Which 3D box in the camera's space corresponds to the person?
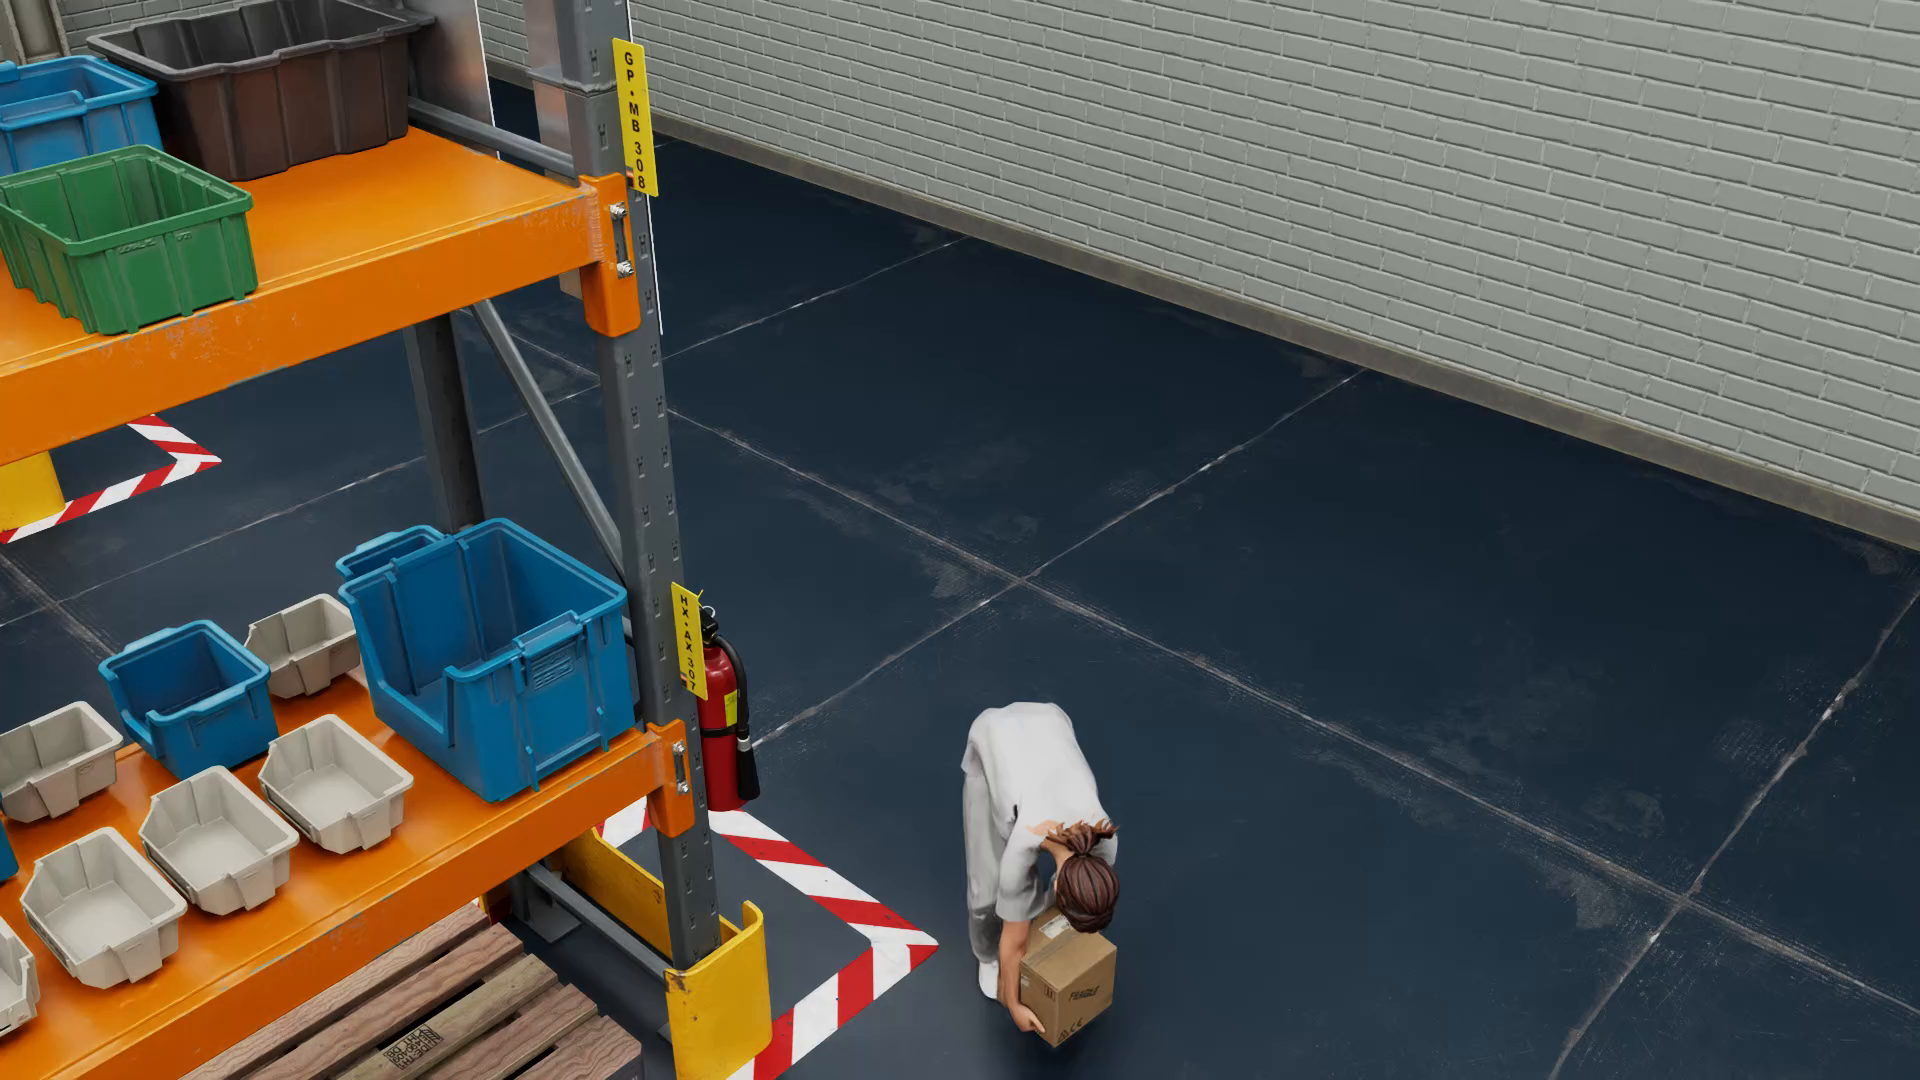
[{"bbox_3d":[0.258,1.066,5.037,0.446,1.002,0.867,-7,32,-11],"label":"person"}]
